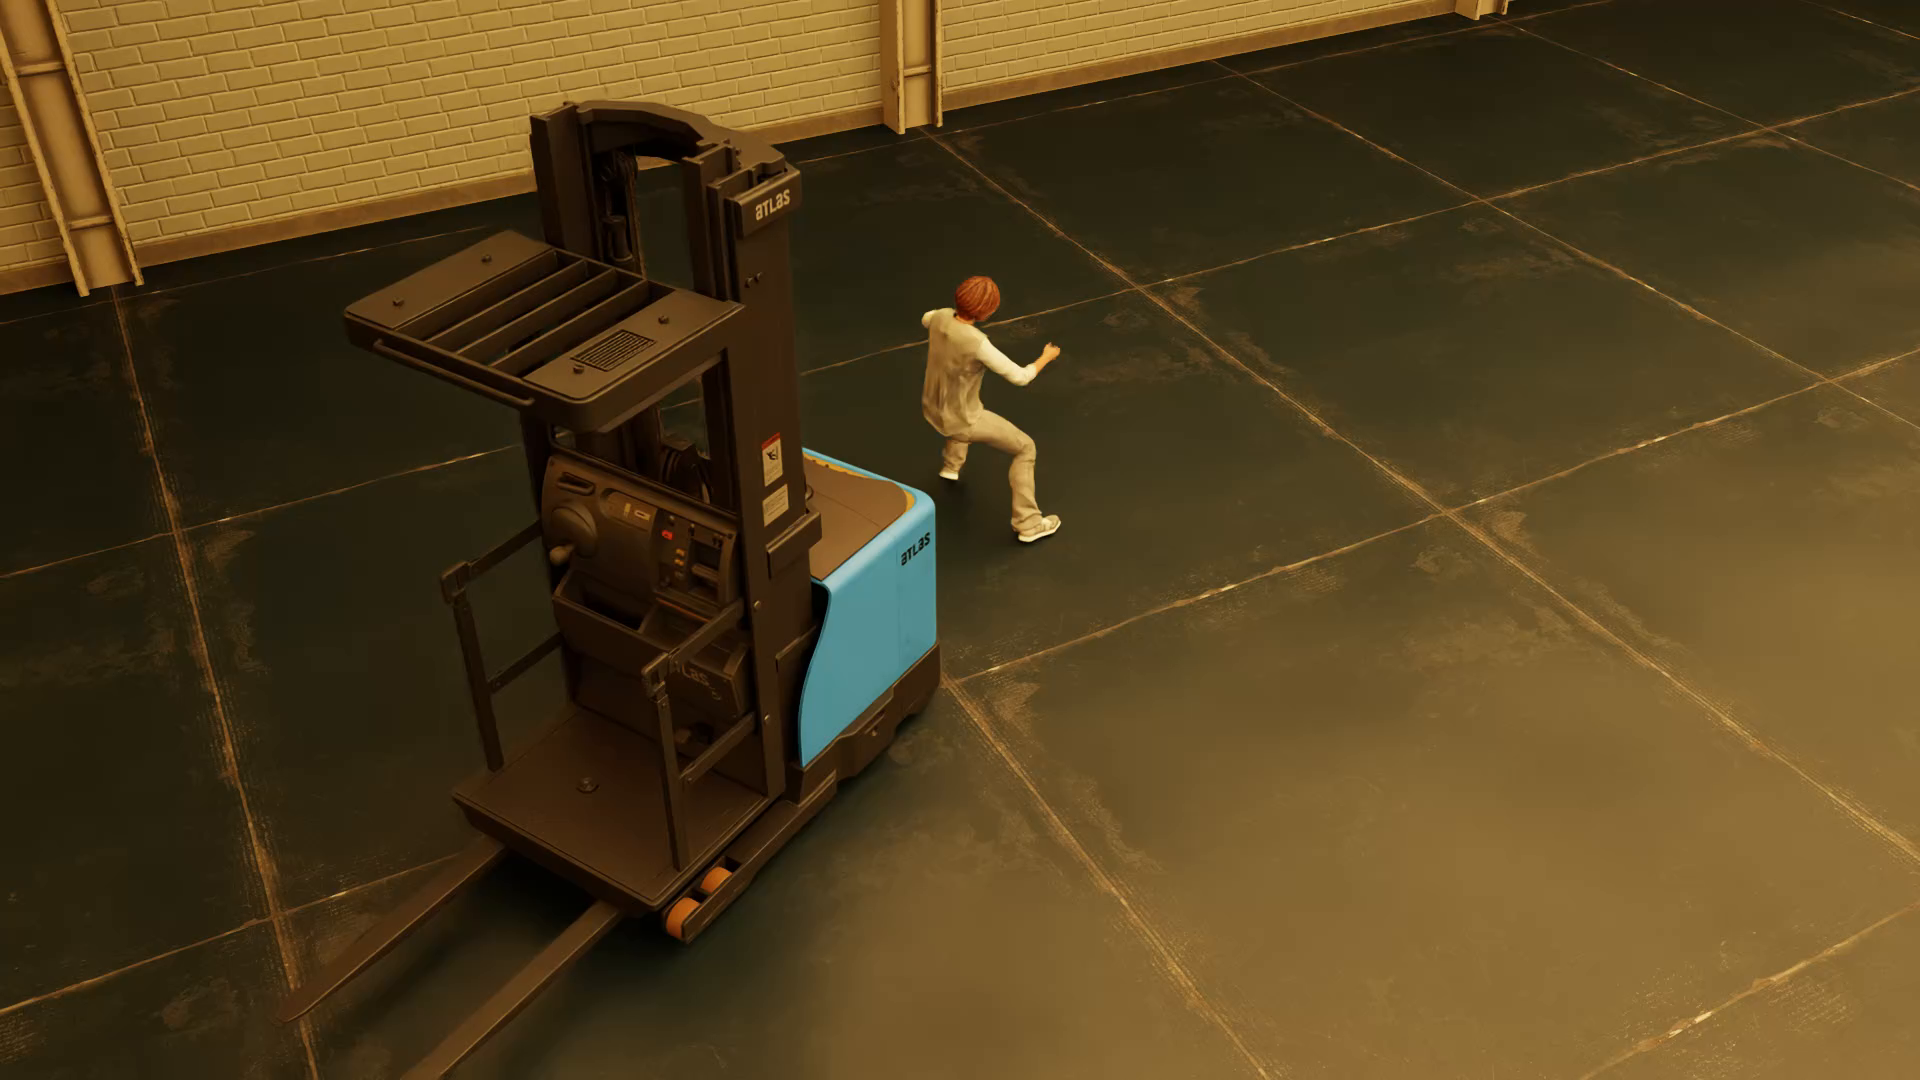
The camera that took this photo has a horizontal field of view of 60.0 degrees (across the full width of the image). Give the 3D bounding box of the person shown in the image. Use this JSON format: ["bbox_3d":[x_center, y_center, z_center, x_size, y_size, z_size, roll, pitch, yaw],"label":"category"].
[{"bbox_3d":[0.140,-0.763,8.533,0.678,1.392,0.871,-22,41,-28],"label":"person"}]

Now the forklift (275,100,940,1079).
[{"bbox_3d":[-1.320,0.047,6.057,1.130,2.935,3.031,21,40,27],"label":"forklift"}]
